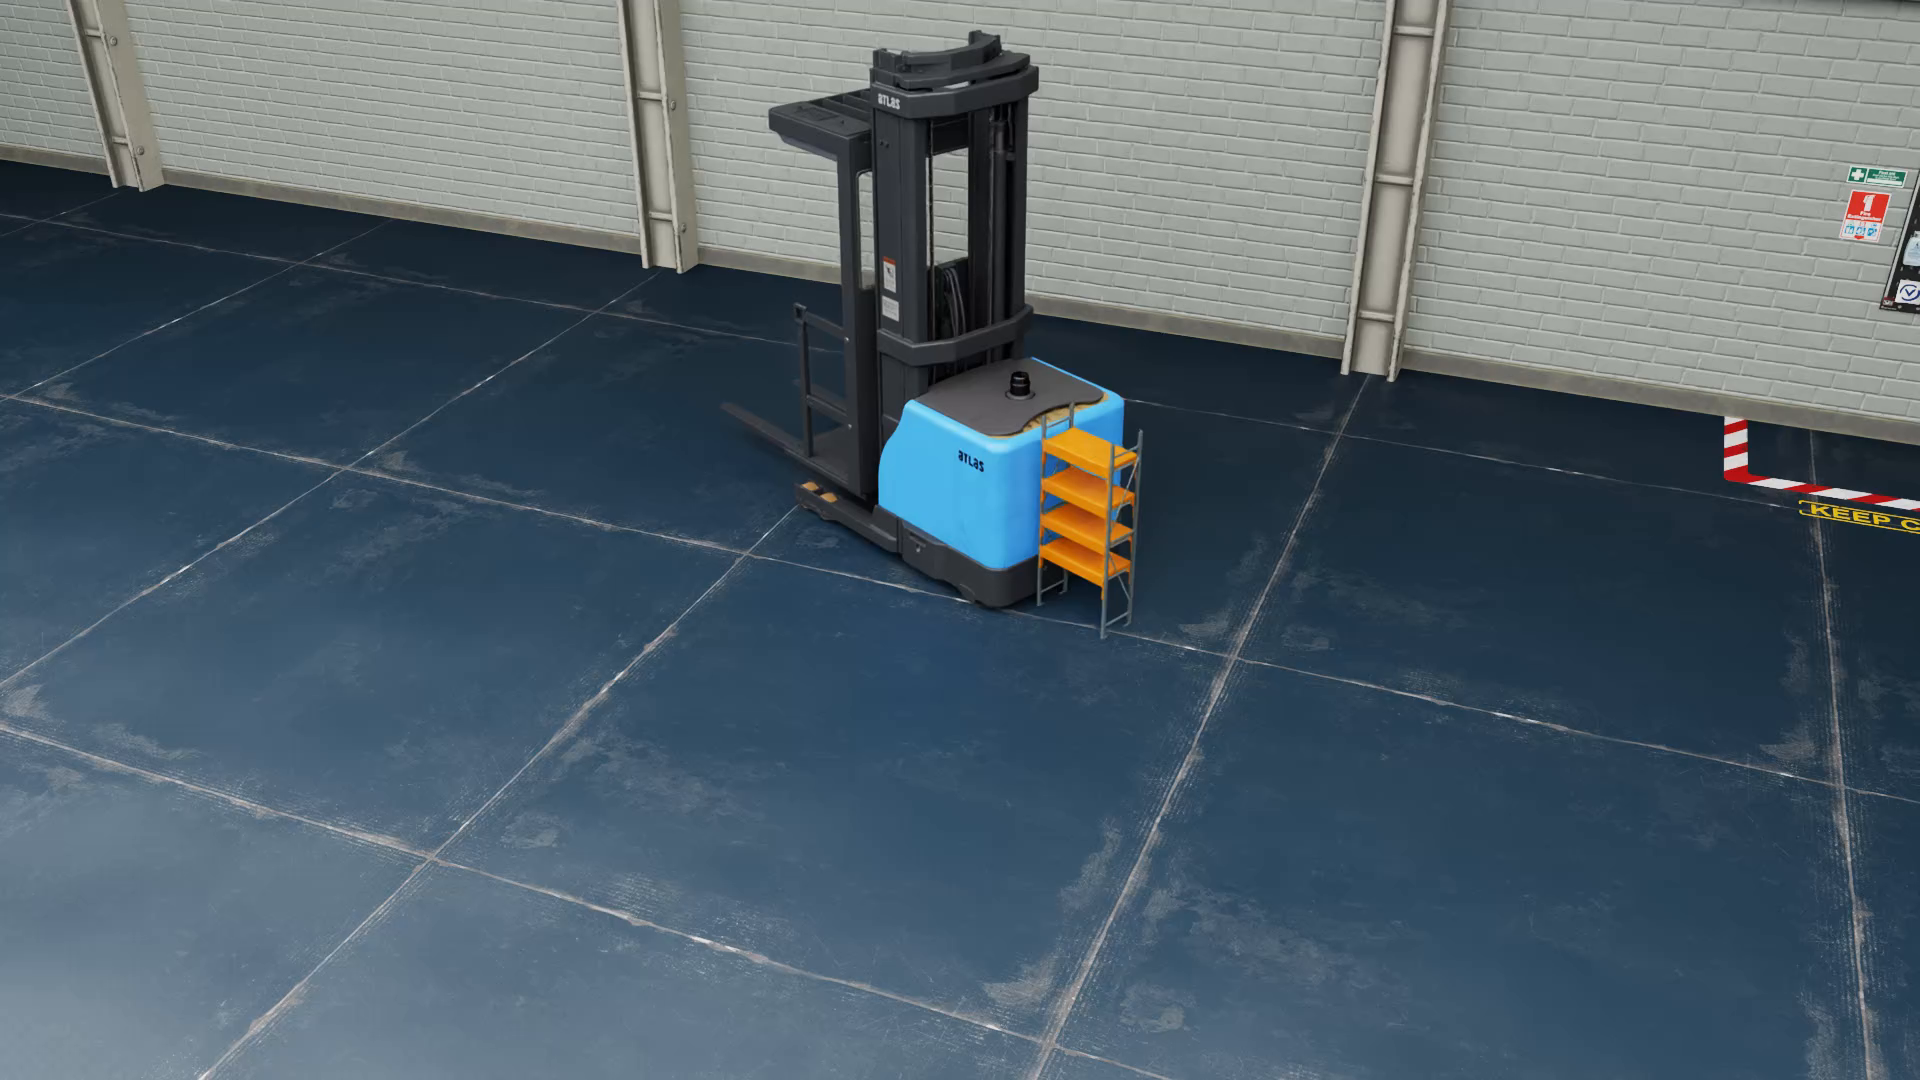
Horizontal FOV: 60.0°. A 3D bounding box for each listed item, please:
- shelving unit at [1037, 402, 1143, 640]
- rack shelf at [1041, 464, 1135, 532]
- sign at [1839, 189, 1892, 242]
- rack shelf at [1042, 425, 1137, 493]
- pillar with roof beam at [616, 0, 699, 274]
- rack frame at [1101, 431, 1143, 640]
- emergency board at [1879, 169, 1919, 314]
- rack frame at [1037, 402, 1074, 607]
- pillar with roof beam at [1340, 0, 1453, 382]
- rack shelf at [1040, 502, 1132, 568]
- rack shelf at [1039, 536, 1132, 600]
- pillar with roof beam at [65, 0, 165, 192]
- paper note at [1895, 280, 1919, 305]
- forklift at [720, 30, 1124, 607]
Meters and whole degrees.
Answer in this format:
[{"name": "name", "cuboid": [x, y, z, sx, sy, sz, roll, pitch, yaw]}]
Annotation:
[{"name": "shelving unit", "cuboid": [0.700, -0.097, 9.112, 0.258, 1.200, 0.503, -26, 38, -37]}, {"name": "rack shelf", "cuboid": [0.700, -0.233, 9.035, 0.258, 0.148, 0.480, -26, 38, -37]}, {"name": "sign", "cuboid": [5.876, -2.104, 10.799, 0.234, 0.329, 0.001, 11, 31, 19]}, {"name": "rack shelf", "cuboid": [0.700, -0.439, 8.917, 0.258, 0.148, 0.480, -26, 38, -37]}, {"name": "pillar with roof beam", "cuboid": [-4.113, -4.333, 8.682, 0.400, 9.000, 9.100, 11, 31, 19]}, {"name": "rack frame", "cuboid": [0.869, -0.010, 8.960, 0.240, 1.200, 0.015, -26, 38, -37]}, {"name": "emergency board", "cuboid": [6.349, -1.949, 10.561, 0.626, 1.169, 0.157, 11, 31, 19]}, {"name": "rack frame", "cuboid": [0.530, -0.185, 9.264, 0.240, 1.200, 0.015, -26, 38, -37]}, {"name": "pillar with roof beam", "cuboid": [1.447, -3.223, 6.718, 0.400, 9.000, 9.100, 11, 31, 19]}, {"name": "rack shelf", "cuboid": [0.699, -0.039, 9.145, 0.258, 0.148, 0.480, -26, 38, -37]}, {"name": "rack shelf", "cuboid": [0.699, 0.134, 9.244, 0.258, 0.148, 0.480, -26, 38, -37]}, {"name": "pillar with roof beam", "cuboid": [-9.672, -5.443, 10.646, 0.400, 9.000, 9.100, 11, 31, 19]}, {"name": "paper note", "cuboid": [6.212, -1.620, 10.874, 0.142, 0.148, 0.016, 11, 31, 19]}, {"name": "forklift", "cuboid": [-0.395, -1.547, 9.920, 1.130, 2.935, 3.031, -23, 37, -35]}]
